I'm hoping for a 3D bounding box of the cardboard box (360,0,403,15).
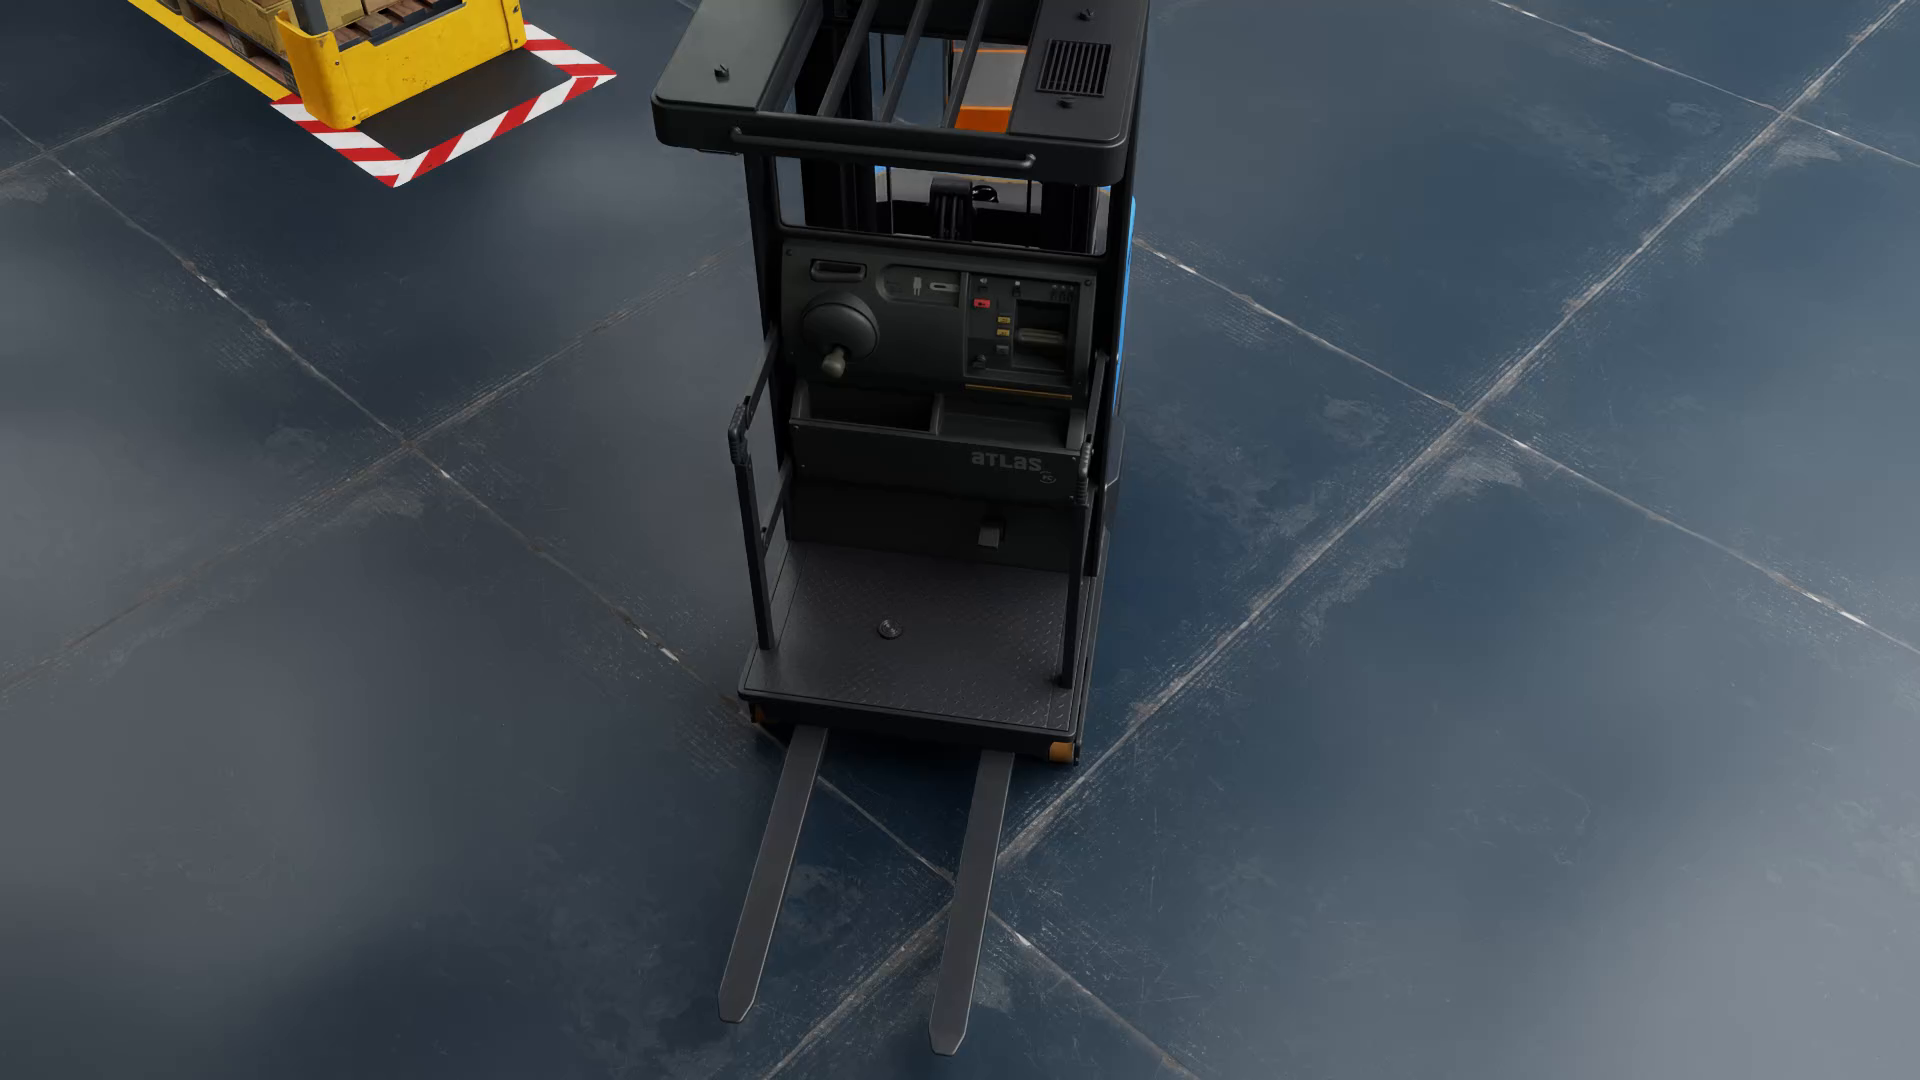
[{"bbox_3d":[-3.023,-3.009,8.615,0.500,0.250,0.500,34,55,28],"label":"cardboard box"}]

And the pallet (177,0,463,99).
[{"bbox_3d":[-3.370,-2.823,8.756,1.213,0.211,1.003,34,55,28],"label":"pallet"}]

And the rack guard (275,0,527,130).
[{"bbox_3d":[-2.762,-2.554,8.305,0.348,0.500,1.175,34,55,28],"label":"rack guard"}]

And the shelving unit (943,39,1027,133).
[{"bbox_3d":[0.199,-1.552,6.265,0.503,2.100,0.431,2,47,2],"label":"shelving unit"}]

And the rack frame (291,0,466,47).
[{"bbox_3d":[-2.779,-3.422,7.405,0.127,3.000,1.000,34,55,28],"label":"rack frame"}]

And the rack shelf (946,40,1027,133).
[{"bbox_3d":[0.199,-1.543,6.275,0.480,0.518,0.431,2,47,2],"label":"rack shelf"}]

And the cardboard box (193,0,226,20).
[{"bbox_3d":[-3.750,-2.972,8.581,0.500,0.250,0.500,34,55,28],"label":"cardboard box"}]

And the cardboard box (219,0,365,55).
[{"bbox_3d":[-3.374,-2.731,8.355,0.500,0.250,0.500,34,55,28],"label":"cardboard box"}]

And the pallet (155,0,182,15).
[{"bbox_3d":[-4.262,-3.426,9.322,1.213,0.211,1.003,34,55,28],"label":"pallet"}]

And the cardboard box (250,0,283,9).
[{"bbox_3d":[-3.375,-2.987,8.080,0.500,0.500,0.500,34,55,28],"label":"cardboard box"}]

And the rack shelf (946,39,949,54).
[{"bbox_3d":[0.199,-2.020,5.763,0.480,0.518,0.431,2,47,2],"label":"rack shelf"}]

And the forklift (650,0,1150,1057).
[{"bbox_3d":[-0.102,-0.550,4.756,1.130,2.935,3.031,7,47,6],"label":"forklift"}]

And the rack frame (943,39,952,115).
[{"bbox_3d":[-0.045,-1.559,6.272,0.015,2.100,0.400,2,47,2],"label":"rack frame"}]
